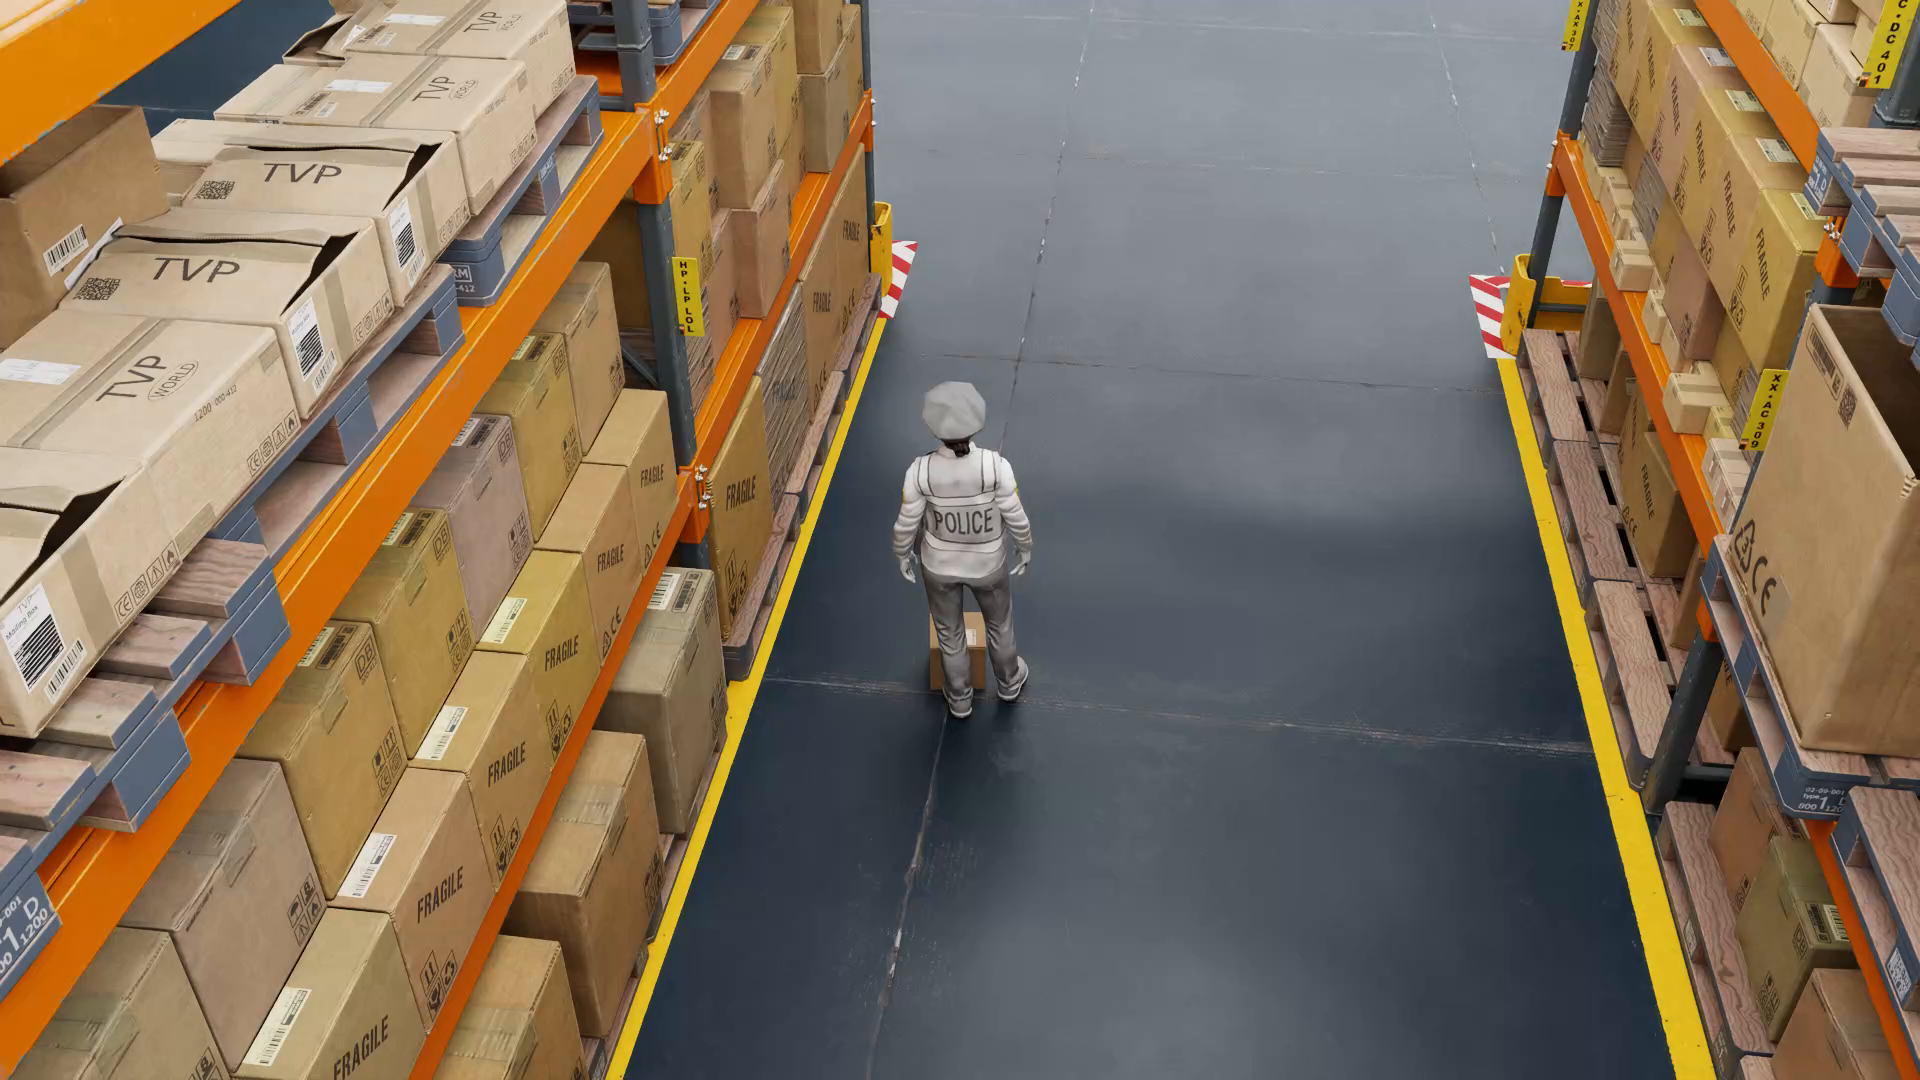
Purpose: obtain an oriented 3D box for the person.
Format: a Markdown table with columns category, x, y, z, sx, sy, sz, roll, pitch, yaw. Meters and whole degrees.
| category | x | y | z | sx | sy | sz | roll | pitch | yaw |
| --- | --- | --- | --- | --- | --- | --- | --- | --- | --- |
| person | 0.016 | 0.037 | 6.945 | 0.586 | 1.694 | 0.531 | 0 | 36 | 0 |
